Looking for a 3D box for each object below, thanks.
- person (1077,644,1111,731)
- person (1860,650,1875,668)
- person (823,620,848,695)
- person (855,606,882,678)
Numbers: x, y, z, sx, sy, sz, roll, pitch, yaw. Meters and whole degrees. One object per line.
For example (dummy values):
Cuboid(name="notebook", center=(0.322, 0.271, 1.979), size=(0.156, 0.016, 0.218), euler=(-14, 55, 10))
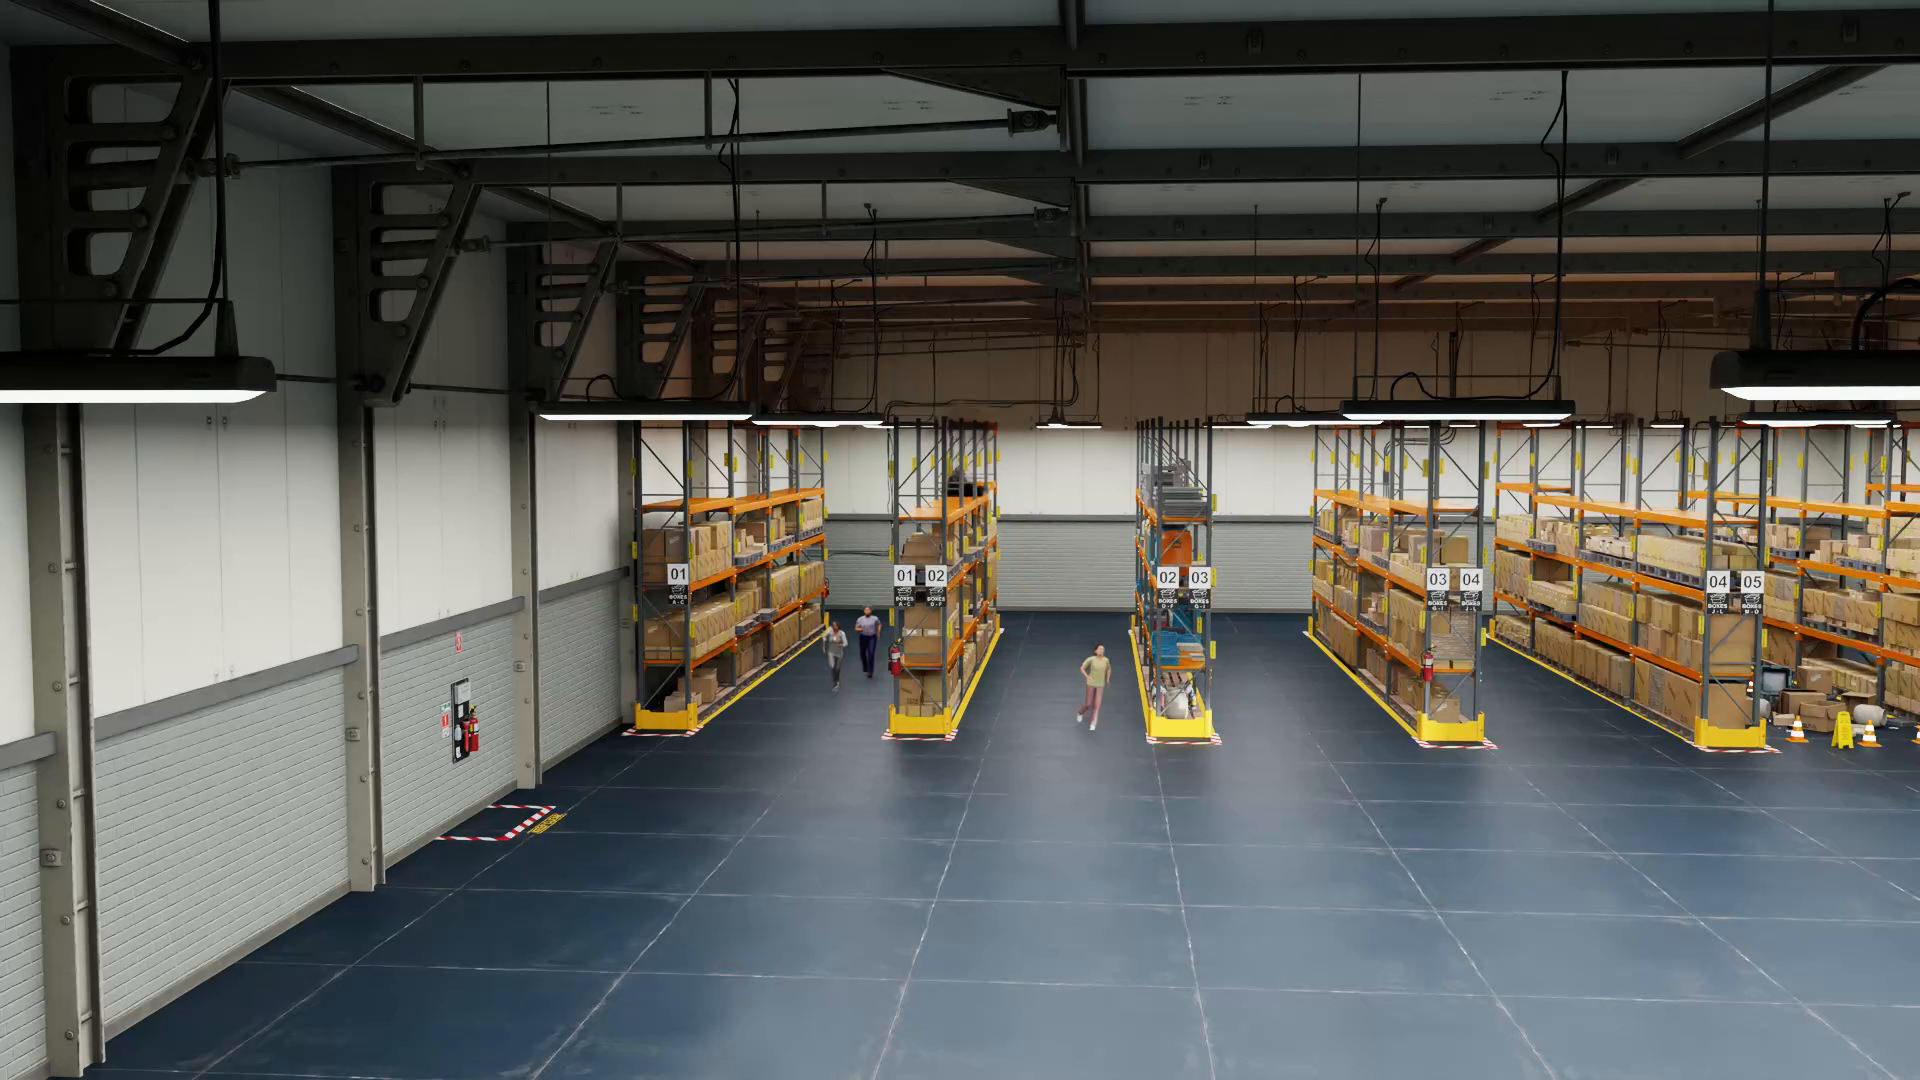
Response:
Cuboid(name="person", center=(2.643, 2.806, 32.081), size=(0.636, 1.623, 0.885), euler=(-1, 4, -12))
Cuboid(name="person", center=(21.593, 2.292, 39.340), size=(0.686, 1.722, 0.589), euler=(0, 4, 7))
Cuboid(name="person", center=(-2.731, 2.552, 36.412), size=(0.555, 1.615, 0.789), euler=(0, 4, -1))
Cuboid(name="person", center=(-2.151, 2.347, 38.870), size=(0.607, 1.632, 0.941), euler=(0, 4, 3))
